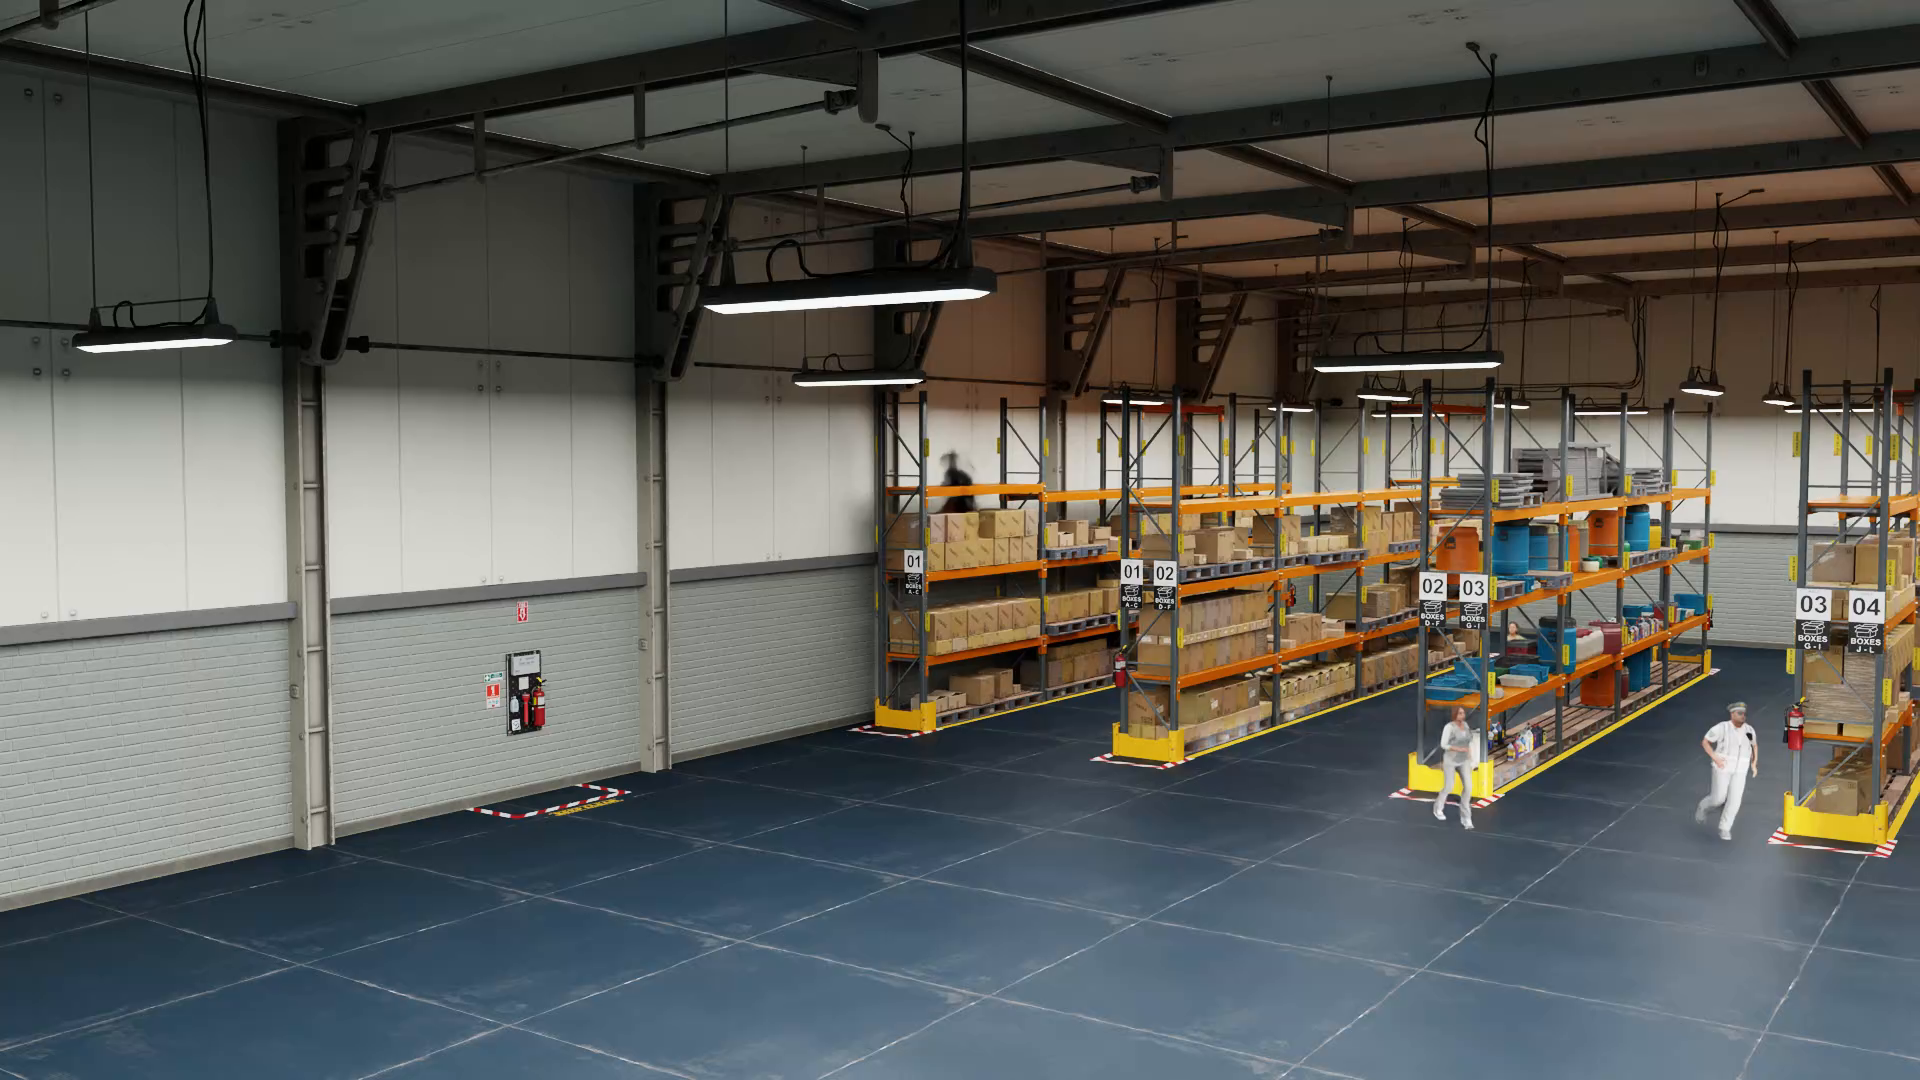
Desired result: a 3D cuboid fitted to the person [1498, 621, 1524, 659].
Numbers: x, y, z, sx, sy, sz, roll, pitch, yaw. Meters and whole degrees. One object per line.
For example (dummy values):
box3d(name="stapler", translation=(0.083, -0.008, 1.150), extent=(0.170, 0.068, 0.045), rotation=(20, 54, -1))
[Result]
box3d(name="person", translation=(10.550, 2.404, 31.806), extent=(0.544, 1.708, 0.688), rotation=(2, 4, 27))

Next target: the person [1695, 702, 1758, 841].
box3d(name="person", translation=(9.966, 2.948, 21.462), extent=(0.693, 1.727, 0.800), rotation=(0, 3, 3))

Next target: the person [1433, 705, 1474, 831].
box3d(name="person", translation=(6.551, 2.989, 21.977), extent=(0.553, 1.656, 0.716), rotation=(-1, 3, -21))
